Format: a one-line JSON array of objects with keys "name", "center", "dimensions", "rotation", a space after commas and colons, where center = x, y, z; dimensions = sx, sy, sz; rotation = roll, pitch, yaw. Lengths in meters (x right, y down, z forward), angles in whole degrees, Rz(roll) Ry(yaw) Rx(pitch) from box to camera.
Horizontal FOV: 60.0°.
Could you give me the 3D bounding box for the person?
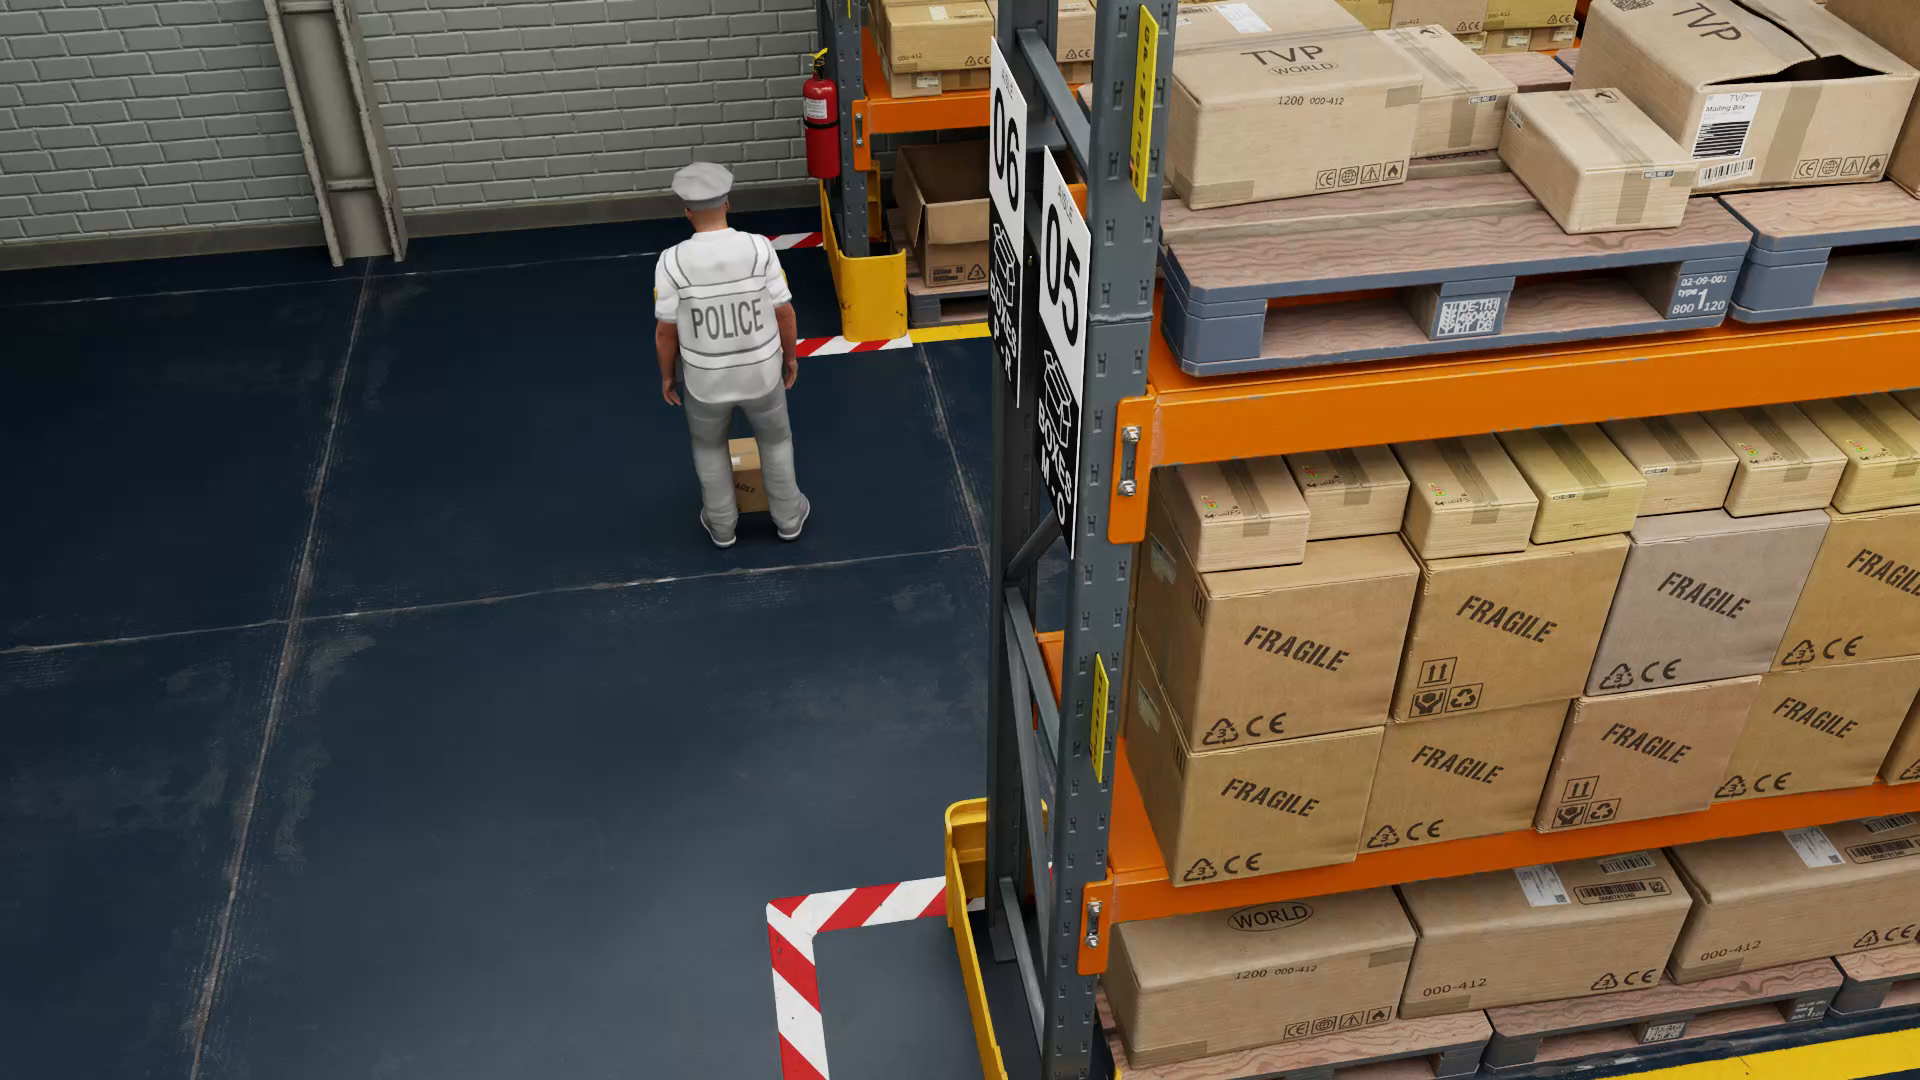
[{"name": "person", "center": [-0.968, -0.721, 7.056], "dimensions": [0.606, 1.749, 0.447], "rotation": [-8, 39, -11]}]
